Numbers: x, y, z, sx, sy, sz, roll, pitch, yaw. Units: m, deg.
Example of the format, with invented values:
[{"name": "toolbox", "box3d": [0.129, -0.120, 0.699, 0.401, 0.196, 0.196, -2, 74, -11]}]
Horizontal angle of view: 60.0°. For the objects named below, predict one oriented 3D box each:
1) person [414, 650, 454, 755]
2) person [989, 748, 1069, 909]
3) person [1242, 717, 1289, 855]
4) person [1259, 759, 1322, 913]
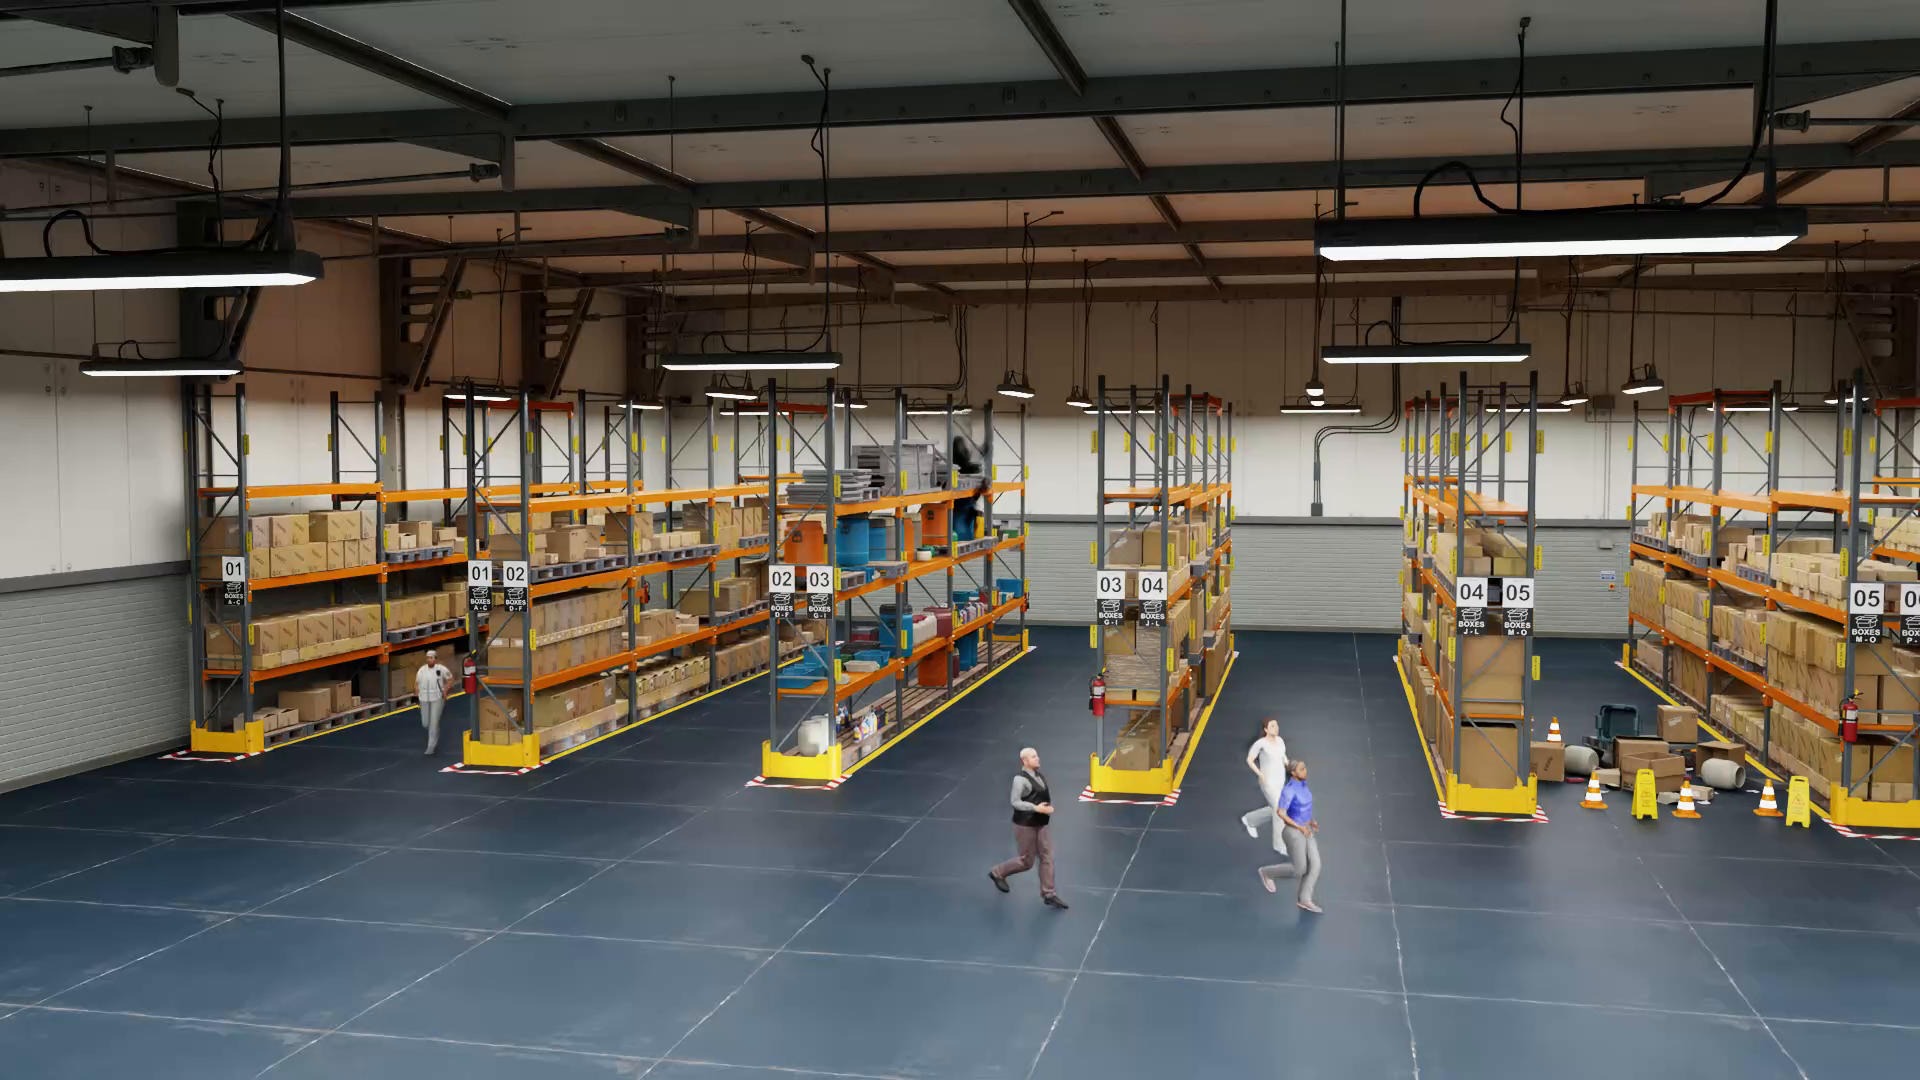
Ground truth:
[{"name": "person", "box3d": [-8.612, 2.629, 27.173, 0.607, 1.659, 0.849, 0, 3, 1]}, {"name": "person", "box3d": [0.757, 3.106, 18.039, 0.935, 1.718, 0.661, 2, 4, 32]}, {"name": "person", "box3d": [3.819, 3.006, 20.570, 0.563, 1.665, 0.793, -2, 4, -37]}, {"name": "person", "box3d": [3.609, 3.180, 17.998, 0.711, 1.625, 0.577, 3, 4, 38]}]
